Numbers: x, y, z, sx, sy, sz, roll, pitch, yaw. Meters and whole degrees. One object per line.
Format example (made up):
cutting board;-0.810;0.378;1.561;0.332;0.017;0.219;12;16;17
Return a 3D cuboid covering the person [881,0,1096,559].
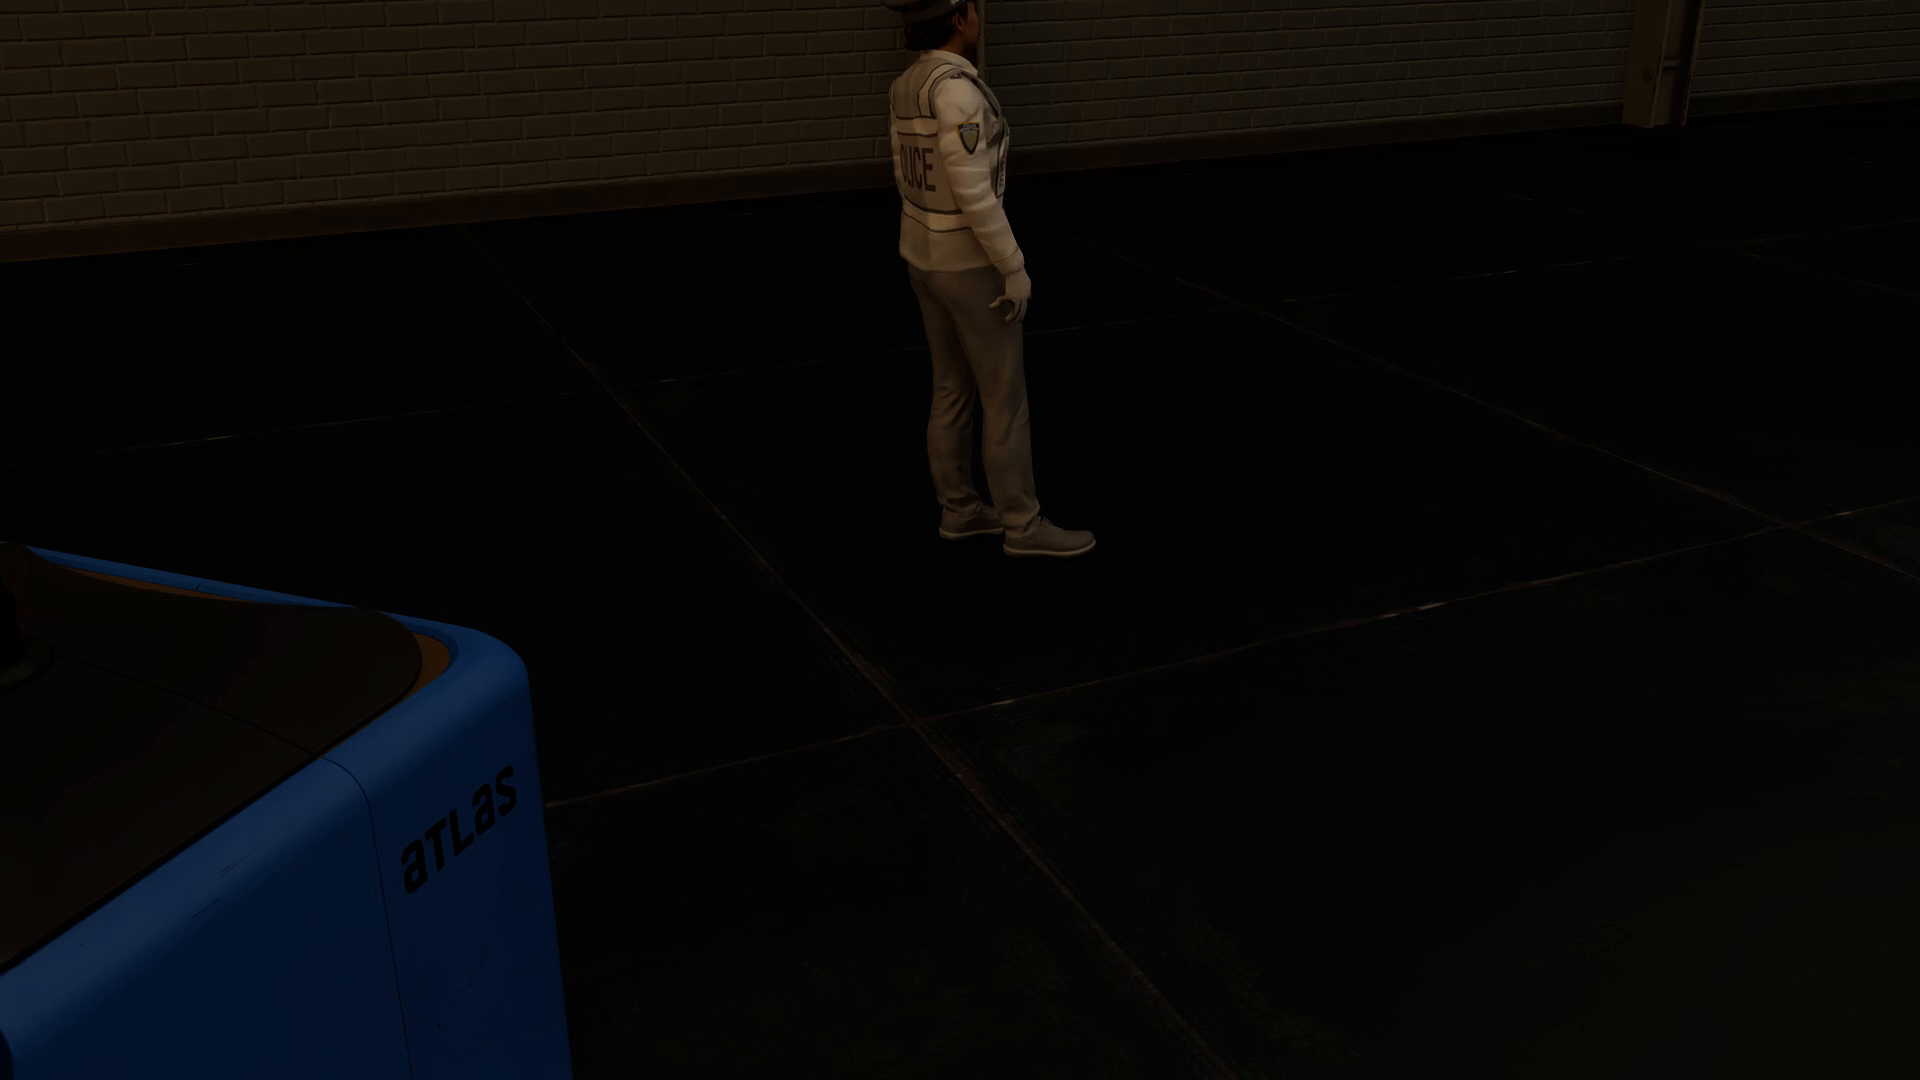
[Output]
person;0.065;-0.798;4.800;0.531;1.695;0.588;-10;25;-23
